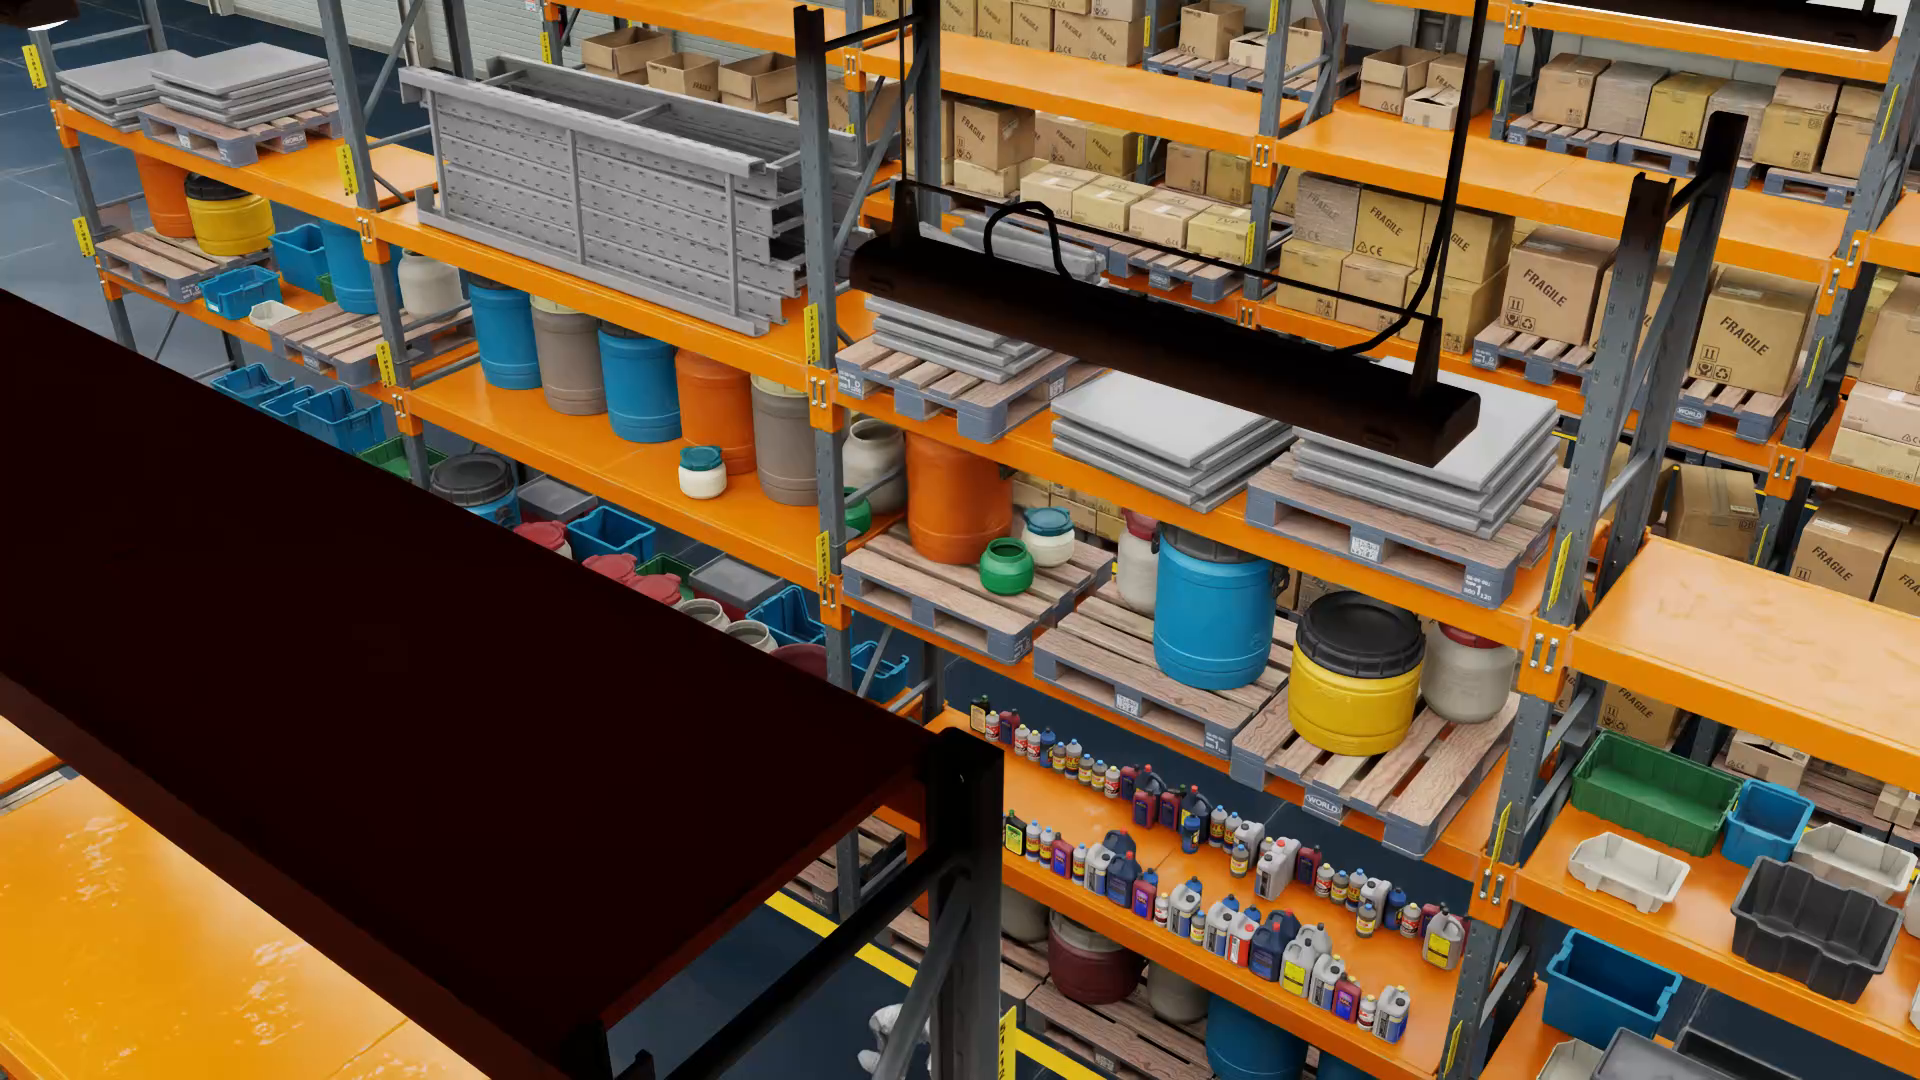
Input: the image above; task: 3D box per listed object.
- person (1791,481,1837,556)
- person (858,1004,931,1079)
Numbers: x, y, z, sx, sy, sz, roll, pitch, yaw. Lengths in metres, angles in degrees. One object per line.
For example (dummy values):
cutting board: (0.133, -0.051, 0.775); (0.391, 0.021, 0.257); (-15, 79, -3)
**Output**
person: (7.002, 0.226, 13.310); (0.663, 1.669, 0.702); (-26, 40, -36)
person: (-0.073, 2.526, 9.148); (1.102, 1.537, 0.652); (19, 36, 28)
